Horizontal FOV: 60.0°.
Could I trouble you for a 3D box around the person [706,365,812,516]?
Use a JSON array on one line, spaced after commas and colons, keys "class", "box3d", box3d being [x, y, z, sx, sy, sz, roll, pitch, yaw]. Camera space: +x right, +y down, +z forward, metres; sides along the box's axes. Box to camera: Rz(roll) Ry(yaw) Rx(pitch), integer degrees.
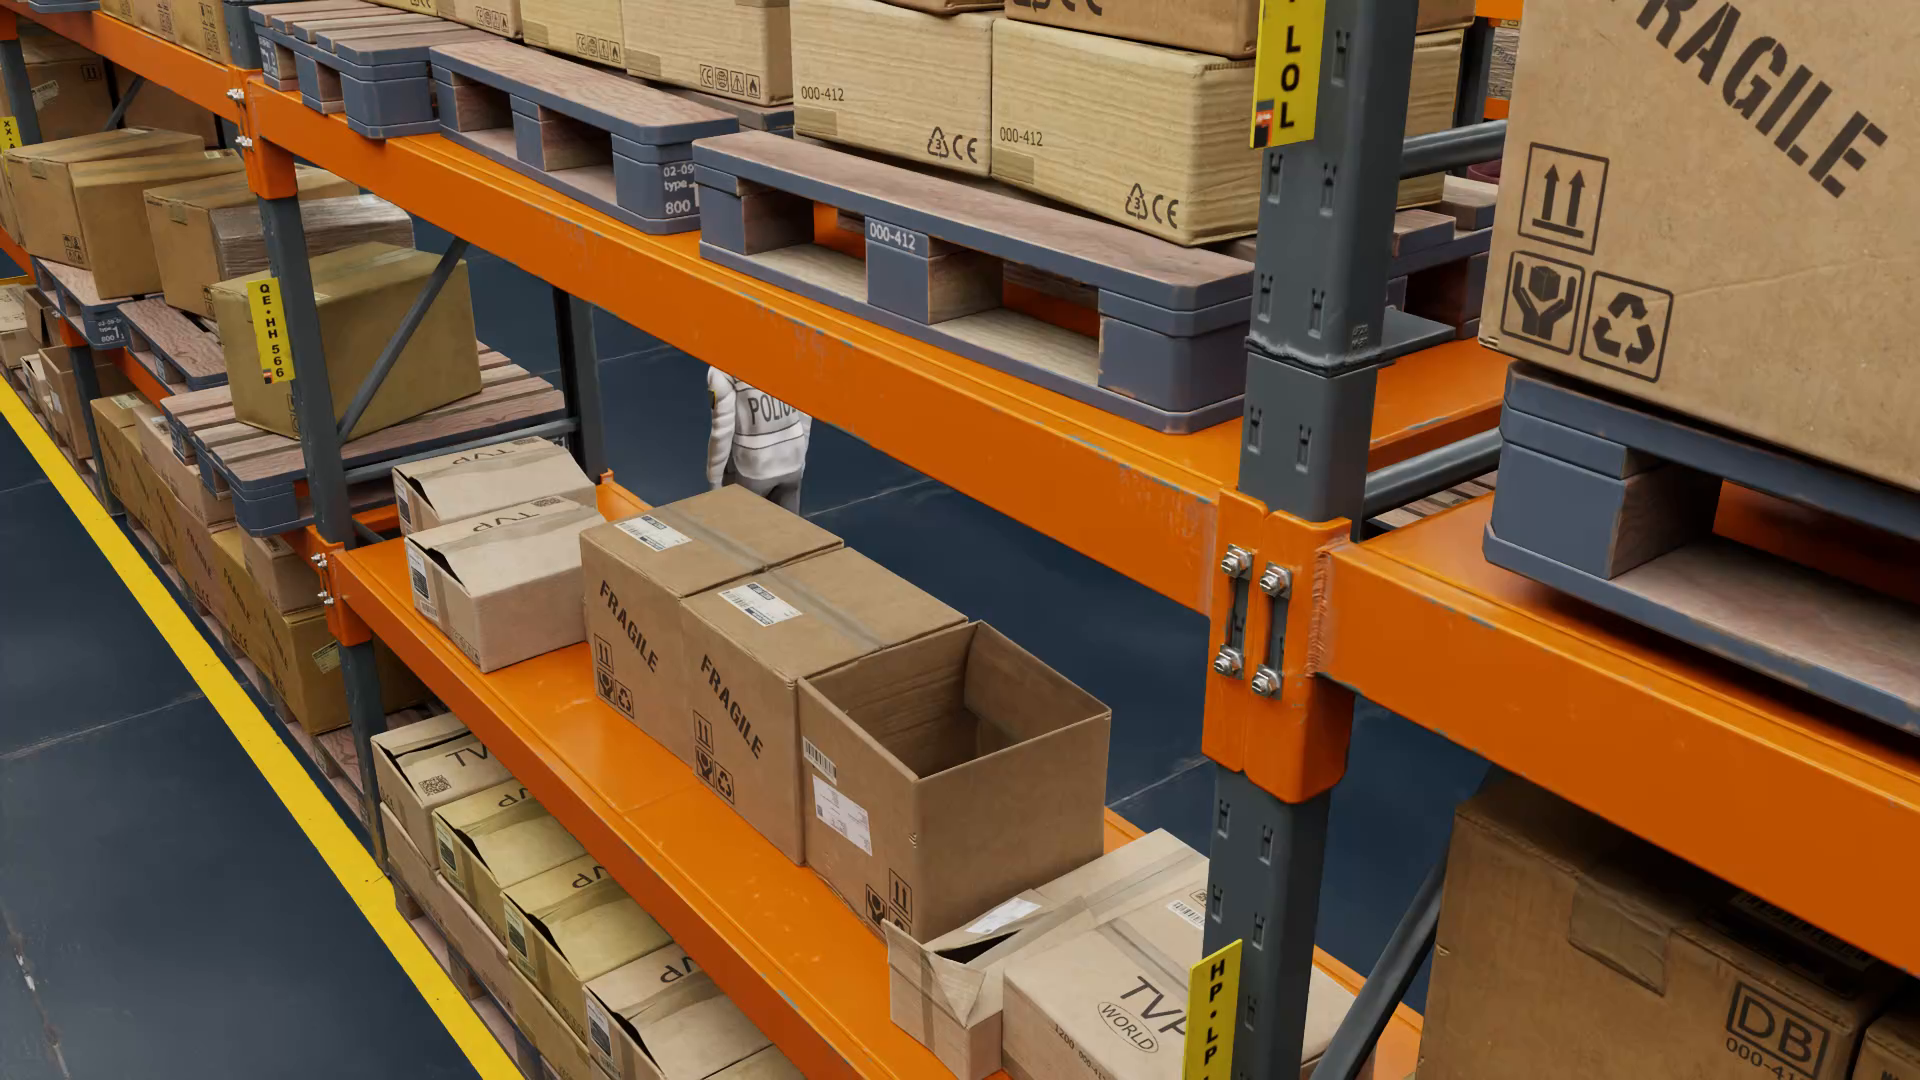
[{"class": "person", "box3d": [-0.894, -0.319, 7.291, 0.530, 1.662, 0.414, -20, 31, -36]}]
